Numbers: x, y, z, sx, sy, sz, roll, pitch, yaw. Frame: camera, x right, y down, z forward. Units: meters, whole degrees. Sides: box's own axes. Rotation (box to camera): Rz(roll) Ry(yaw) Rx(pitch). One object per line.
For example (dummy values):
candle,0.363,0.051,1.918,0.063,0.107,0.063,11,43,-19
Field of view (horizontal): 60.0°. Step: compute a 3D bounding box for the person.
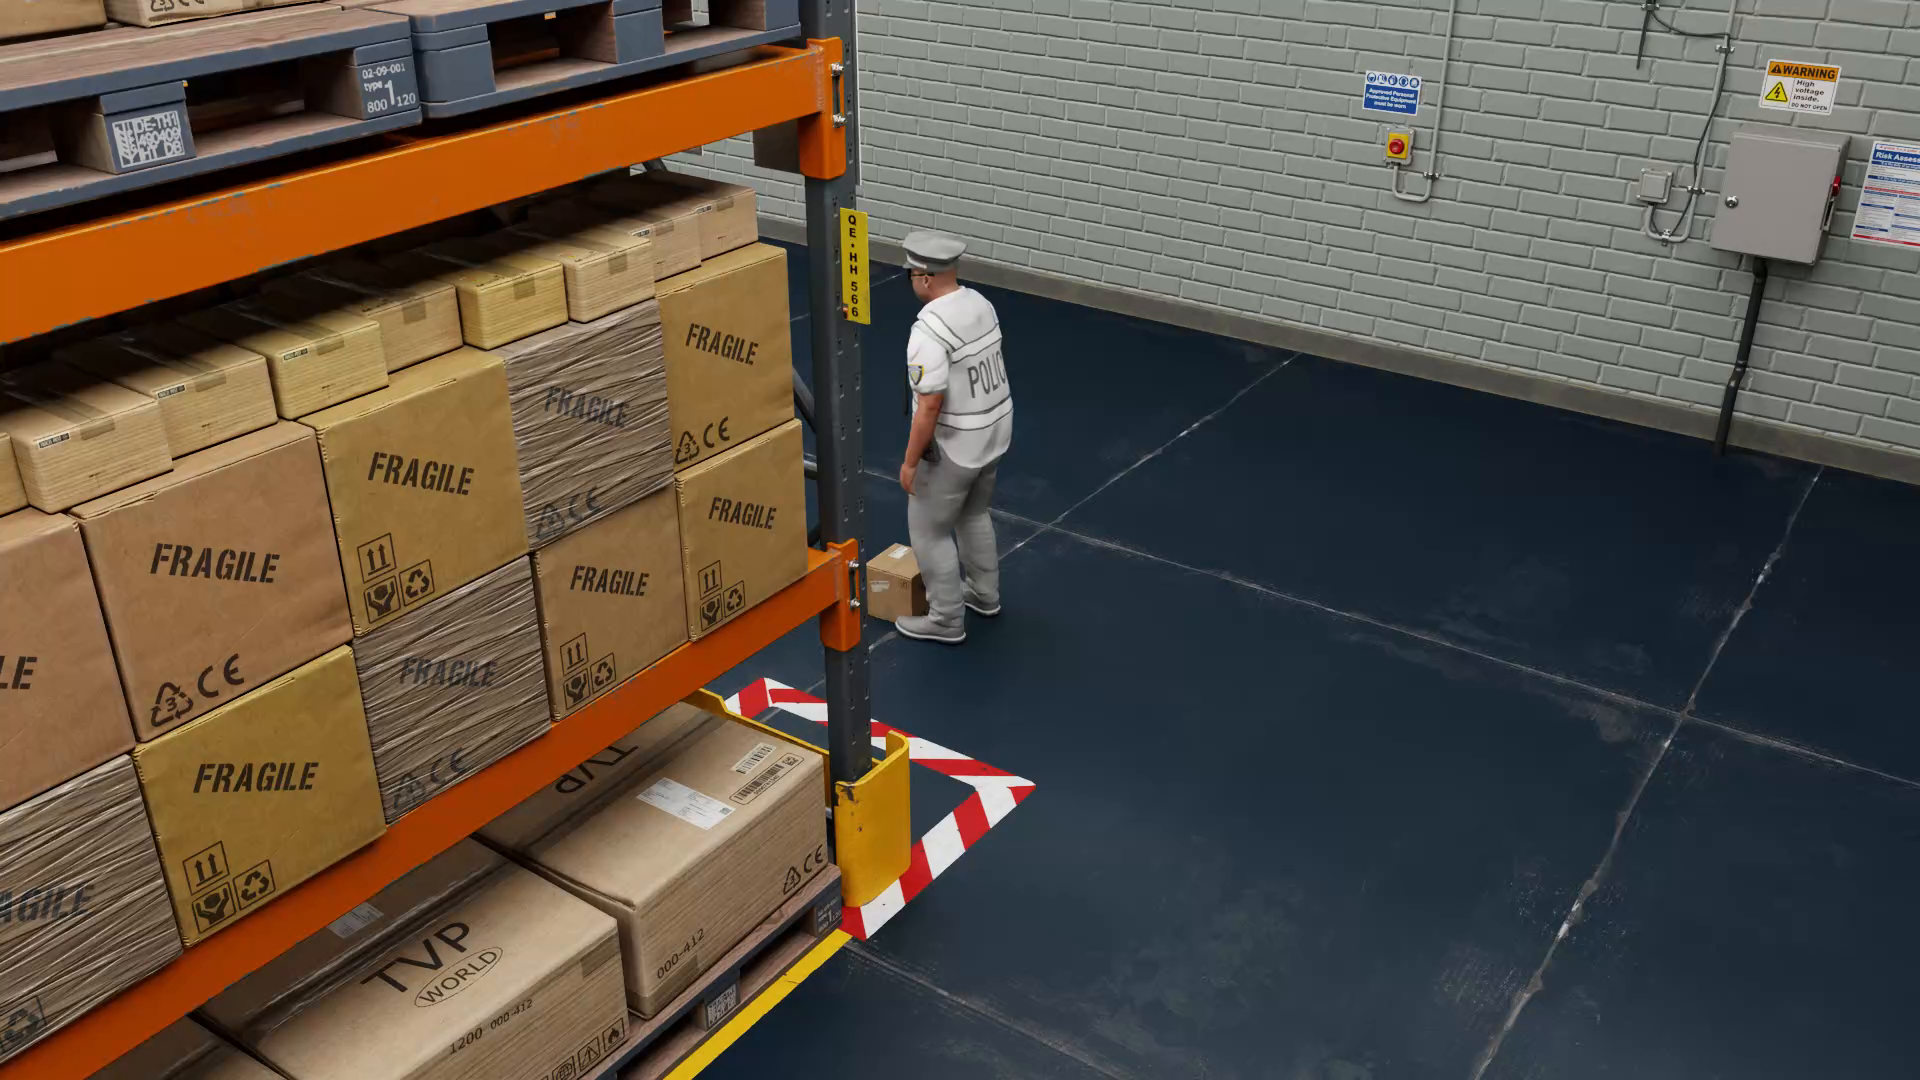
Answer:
person,-0.022,-0.403,6.904,0.433,1.751,0.605,16,31,28
